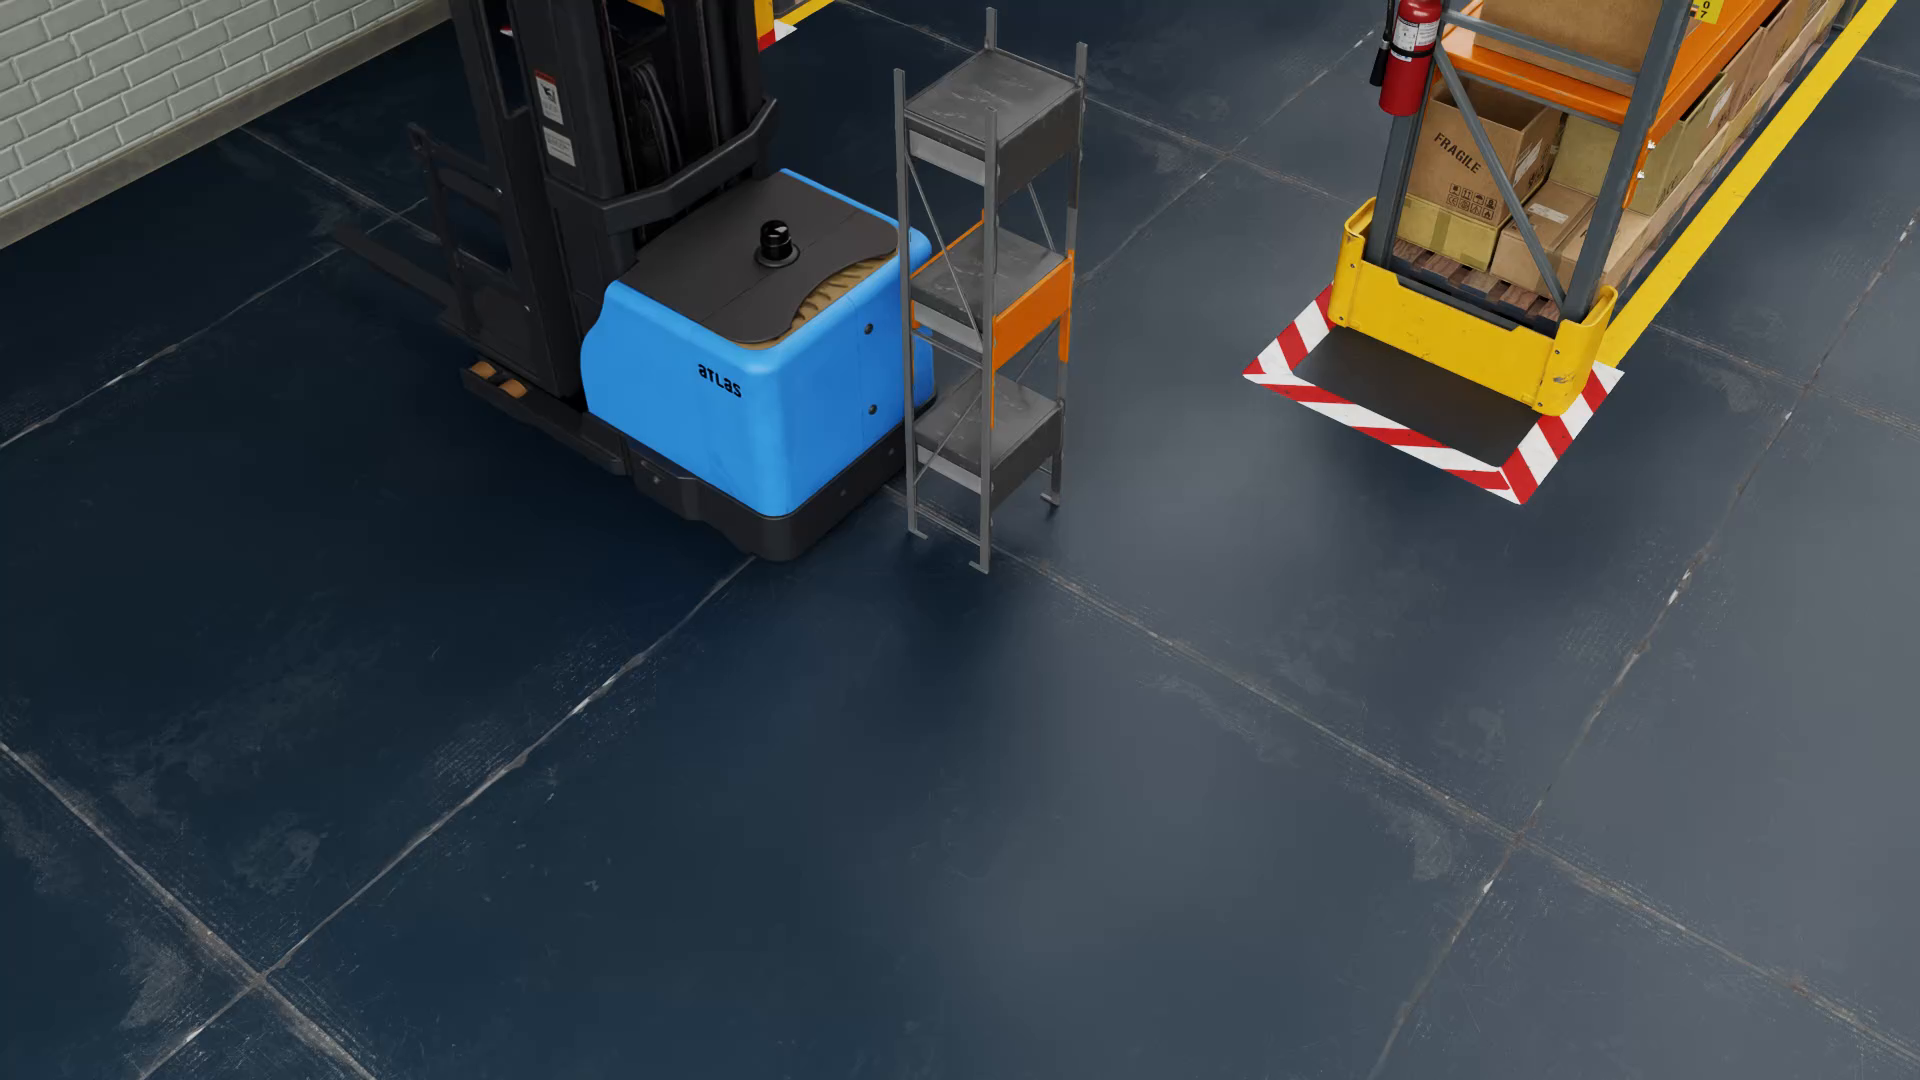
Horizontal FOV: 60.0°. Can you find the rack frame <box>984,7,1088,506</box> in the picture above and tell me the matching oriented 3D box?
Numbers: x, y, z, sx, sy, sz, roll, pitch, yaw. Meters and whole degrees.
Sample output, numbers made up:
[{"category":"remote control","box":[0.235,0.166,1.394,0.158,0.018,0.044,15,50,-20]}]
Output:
[{"category":"rack frame","box":[0.250,-0.960,6.215,0.400,2.100,0.015,29,53,25]}]

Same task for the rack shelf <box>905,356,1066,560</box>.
[{"category":"rack shelf","box":[0.101,-0.327,6.597,0.431,0.518,0.480,29,53,25]}]

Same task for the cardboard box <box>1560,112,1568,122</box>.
[{"category":"cardboard box","box":[2.959,-2.399,8.060,0.500,0.500,0.500,29,53,25]}]

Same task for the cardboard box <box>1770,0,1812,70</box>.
[{"category":"cardboard box","box":[3.984,-2.740,8.386,0.500,0.500,0.500,29,53,25]}]

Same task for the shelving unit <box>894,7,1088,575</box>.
[{"category":"shelving unit","box":[0.101,-0.820,6.081,0.431,2.100,0.503,29,53,25]}]

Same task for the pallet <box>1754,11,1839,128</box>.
[{"category":"pallet","box":[4.193,-2.817,9.295,1.003,0.211,1.213,29,53,25]}]

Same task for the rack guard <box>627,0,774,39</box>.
[{"category":"rack guard","box":[-1.609,-3.296,9.552,1.175,0.500,0.348,29,53,25]}]

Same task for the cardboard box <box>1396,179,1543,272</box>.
[{"category":"cardboard box","box":[2.361,-1.560,7.777,0.500,0.250,0.500,29,53,25]}]

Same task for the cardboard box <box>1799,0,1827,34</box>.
[{"category":"cardboard box","box":[4.287,-3.028,8.661,0.500,0.500,0.500,29,53,25]}]

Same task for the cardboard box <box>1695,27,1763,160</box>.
[{"category":"cardboard box","box":[3.370,-2.169,7.840,0.500,0.500,0.500,29,53,25]}]

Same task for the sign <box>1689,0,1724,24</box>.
[{"category":"sign","box":[2.702,-2.005,5.938,0.100,0.325,0.005,29,53,25]}]

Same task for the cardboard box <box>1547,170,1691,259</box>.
[{"category":"cardboard box","box":[3.073,-1.619,7.833,0.500,0.250,0.500,29,53,25]}]

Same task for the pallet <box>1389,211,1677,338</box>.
[{"category":"pallet","box":[2.701,-1.421,7.961,1.003,0.211,1.213,29,53,25]}]

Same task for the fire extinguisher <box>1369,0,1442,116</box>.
[{"category":"fire extinguisher","box":[1.827,-2.039,6.677,0.296,0.674,0.183,29,53,25]}]

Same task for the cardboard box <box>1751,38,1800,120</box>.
[{"category":"cardboard box","box":[3.994,-2.475,8.651,0.500,0.250,0.500,29,53,25]}]

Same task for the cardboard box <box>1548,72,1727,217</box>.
[{"category":"cardboard box","box":[3.075,-1.877,7.562,0.500,0.500,0.500,29,53,25]}]

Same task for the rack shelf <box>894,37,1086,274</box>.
[{"category":"rack shelf","box":[0.101,-1.294,5.585,0.431,0.518,0.480,29,53,25]}]

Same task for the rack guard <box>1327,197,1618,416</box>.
[{"category":"rack guard","box":[2.252,-1.051,7.408,1.175,0.500,0.348,29,53,25]}]

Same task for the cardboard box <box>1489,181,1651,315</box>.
[{"category":"cardboard box","box":[2.770,-1.331,7.559,0.500,0.250,0.500,29,53,25]}]

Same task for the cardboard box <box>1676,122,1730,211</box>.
[{"category":"cardboard box","box":[3.379,-1.905,8.107,0.500,0.250,0.500,29,53,25]}]

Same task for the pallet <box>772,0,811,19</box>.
[{"category":"pallet","box":[-1.085,-3.645,10.086,1.003,0.211,1.213,29,53,25]}]

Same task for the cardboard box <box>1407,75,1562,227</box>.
[{"category":"cardboard box","box":[2.359,-1.820,7.507,0.500,0.500,0.500,29,53,25]}]

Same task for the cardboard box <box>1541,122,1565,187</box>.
[{"category":"cardboard box","box":[2.657,-1.852,8.056,0.500,0.250,0.500,29,53,25]}]

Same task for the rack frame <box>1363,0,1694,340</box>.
[{"category":"rack frame","box":[2.266,-1.928,6.517,1.000,3.000,0.127,29,53,25]}]

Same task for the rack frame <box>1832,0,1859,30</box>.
[{"category":"rack frame","box":[4.712,-4.217,8.703,1.000,3.000,0.127,29,53,25]}]

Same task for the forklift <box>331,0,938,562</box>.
[{"category":"forklift","box":[-1.566,-1.819,6.461,3.031,2.935,1.130,30,53,25]}]

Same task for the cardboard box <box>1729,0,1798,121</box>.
[{"category":"cardboard box","box":[3.690,-2.448,8.106,0.500,0.500,0.500,29,53,25]}]

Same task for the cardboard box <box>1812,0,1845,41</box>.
[{"category":"cardboard box","box":[4.601,-3.050,9.200,0.500,0.250,0.500,29,53,25]}]

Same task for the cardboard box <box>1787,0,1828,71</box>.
[{"category":"cardboard box","box":[4.288,-2.768,8.931,0.500,0.250,0.500,29,53,25]}]

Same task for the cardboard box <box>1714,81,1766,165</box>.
[{"category":"cardboard box","box":[3.689,-2.189,8.378,0.500,0.250,0.500,29,53,25]}]

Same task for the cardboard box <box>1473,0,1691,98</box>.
[{"category":"cardboard box","box":[2.562,-2.224,6.731,0.700,0.500,0.500,29,53,25]}]

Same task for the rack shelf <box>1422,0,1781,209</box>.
[{"category":"rack shelf","box":[3.489,-2.824,7.870,1.077,0.370,4.000,29,53,25]}]

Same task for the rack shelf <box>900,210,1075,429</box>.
[{"category":"rack shelf","box":[0.101,-0.811,6.091,0.431,0.518,0.480,29,53,25]}]

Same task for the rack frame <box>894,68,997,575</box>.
[{"category":"rack frame","box":[-0.048,-0.680,5.948,0.400,2.100,0.015,29,53,25]}]

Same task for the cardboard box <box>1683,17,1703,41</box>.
[{"category":"cardboard box","box":[2.879,-2.526,7.020,0.700,0.500,0.500,31,53,26]}]

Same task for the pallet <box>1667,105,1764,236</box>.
[{"category":"pallet","box":[3.447,-2.116,8.625,1.003,0.211,1.213,29,53,25]}]

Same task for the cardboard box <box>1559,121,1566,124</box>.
[{"category":"cardboard box","box":[2.961,-2.139,8.330,0.500,0.250,0.500,29,53,25]}]
